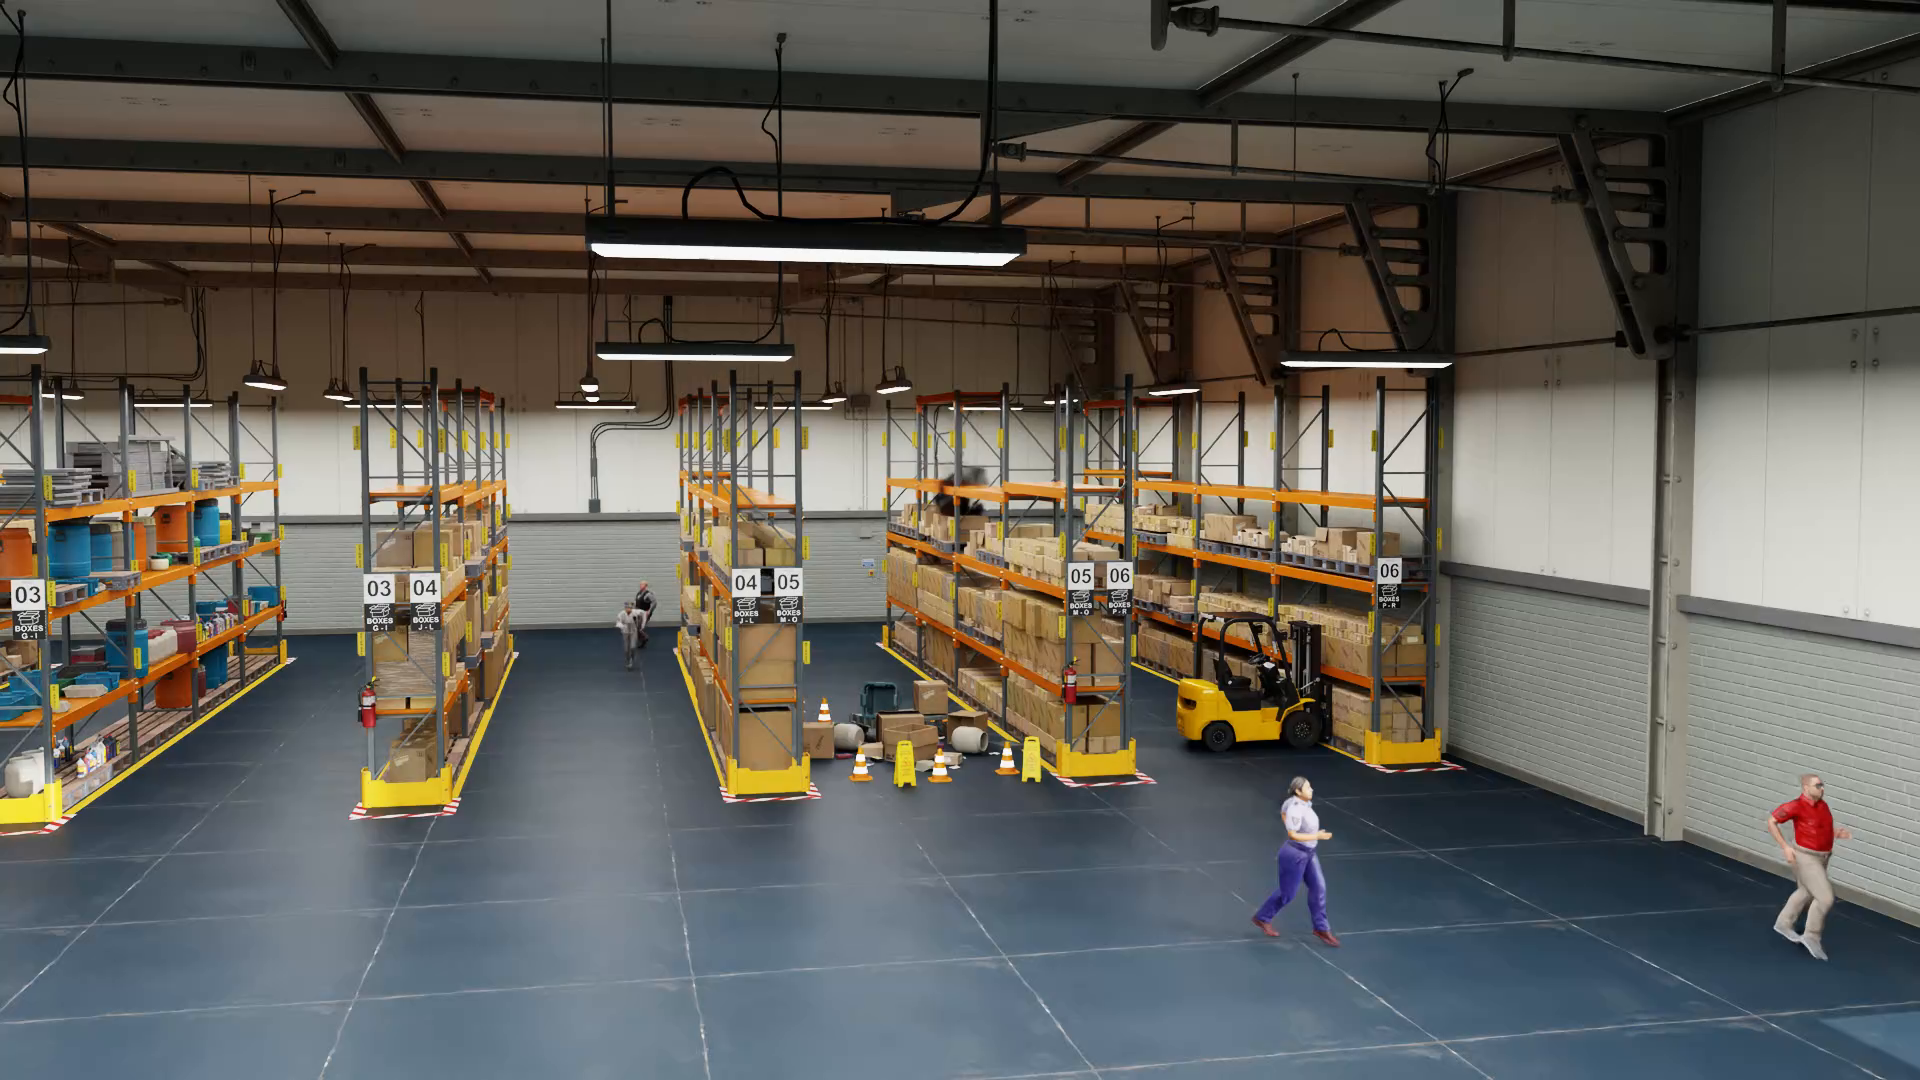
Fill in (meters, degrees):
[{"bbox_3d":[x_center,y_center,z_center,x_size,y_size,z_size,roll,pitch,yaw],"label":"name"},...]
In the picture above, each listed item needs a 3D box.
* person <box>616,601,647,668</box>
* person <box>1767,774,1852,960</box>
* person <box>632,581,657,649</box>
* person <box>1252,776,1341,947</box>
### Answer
[{"bbox_3d":[-7.181,2.072,36.377,0.644,1.514,0.891,-1,3,-10],"label":"person"},{"bbox_3d":[8.319,3.184,16.267,0.631,1.798,0.768,-3,4,-36],"label":"person"},{"bbox_3d":[-7.637,1.801,39.825,0.531,1.656,0.713,-3,4,-40],"label":"person"},{"bbox_3d":[3.338,3.187,16.537,0.857,1.690,0.590,2,4,30],"label":"person"}]
